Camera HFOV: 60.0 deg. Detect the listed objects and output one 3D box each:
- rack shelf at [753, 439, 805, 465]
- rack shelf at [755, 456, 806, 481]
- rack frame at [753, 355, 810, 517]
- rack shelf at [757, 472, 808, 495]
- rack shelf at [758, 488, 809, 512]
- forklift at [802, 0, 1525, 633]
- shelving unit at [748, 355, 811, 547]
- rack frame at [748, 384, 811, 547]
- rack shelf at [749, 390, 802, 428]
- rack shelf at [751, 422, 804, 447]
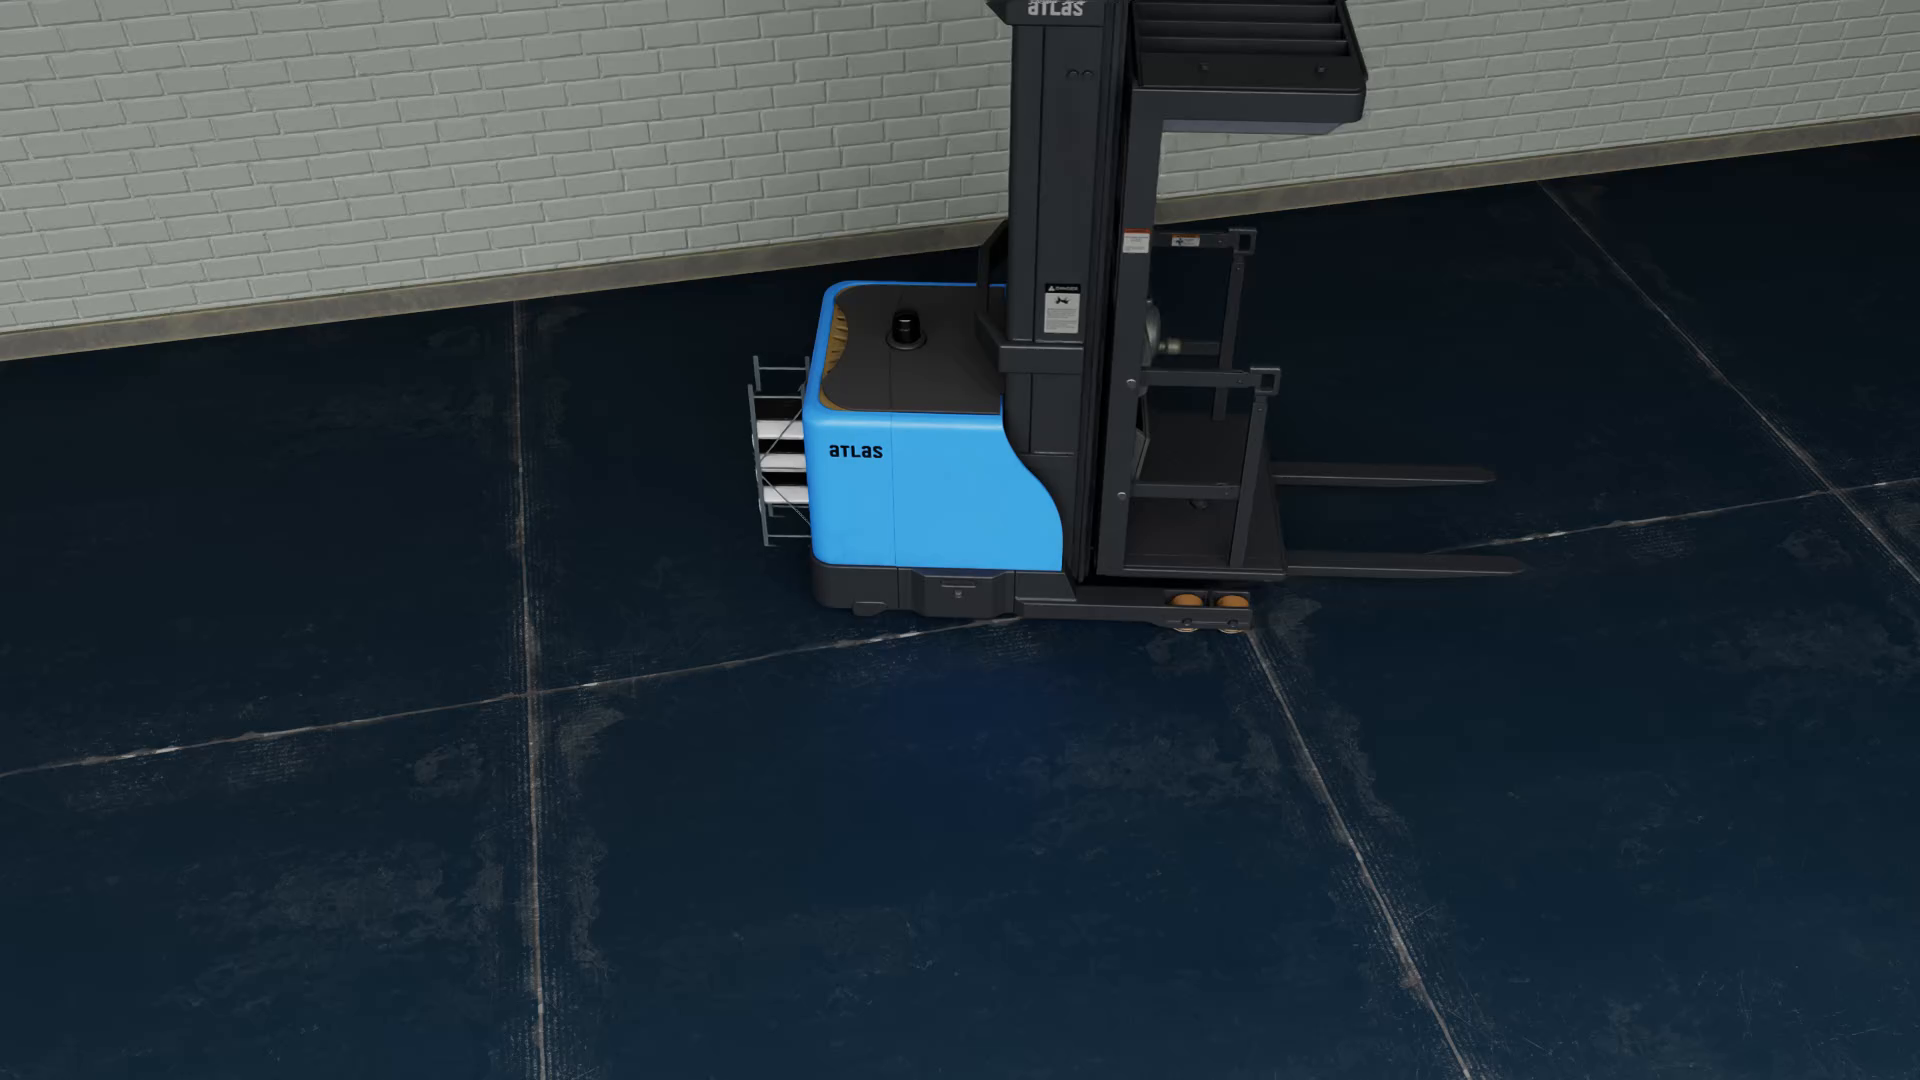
[{"bbox_3d":[-0.760,-0.418,7.239,0.258,0.077,0.200,1,42,1],"label":"rack shelf"},{"bbox_3d":[-0.760,-0.351,7.299,0.258,0.077,0.200,1,42,1],"label":"rack shelf"},{"bbox_3d":[-0.758,-0.443,7.353,0.240,0.900,0.006,1,42,1],"label":"rack frame"},{"bbox_3d":[-0.760,-0.283,7.359,0.258,0.077,0.200,1,42,1],"label":"rack shelf"},{"bbox_3d":[-0.760,-0.216,7.419,0.258,0.077,0.200,1,42,1],"label":"rack shelf"},{"bbox_3d":[0.896,-1.061,6.519,3.031,2.935,1.130,2,42,2],"label":"forklift"},{"bbox_3d":[-0.760,-0.376,7.277,0.258,0.900,0.210,1,42,1],"label":"shelving unit"},{"bbox_3d":[-0.762,-0.308,7.201,0.240,0.900,0.006,1,42,1],"label":"rack frame"},{"bbox_3d":[-0.760,-0.553,7.120,0.258,0.077,0.200,1,42,1],"label":"rack shelf"},{"bbox_3d":[-0.760,-0.485,7.180,0.258,0.077,0.200,1,42,1],"label":"rack shelf"}]
